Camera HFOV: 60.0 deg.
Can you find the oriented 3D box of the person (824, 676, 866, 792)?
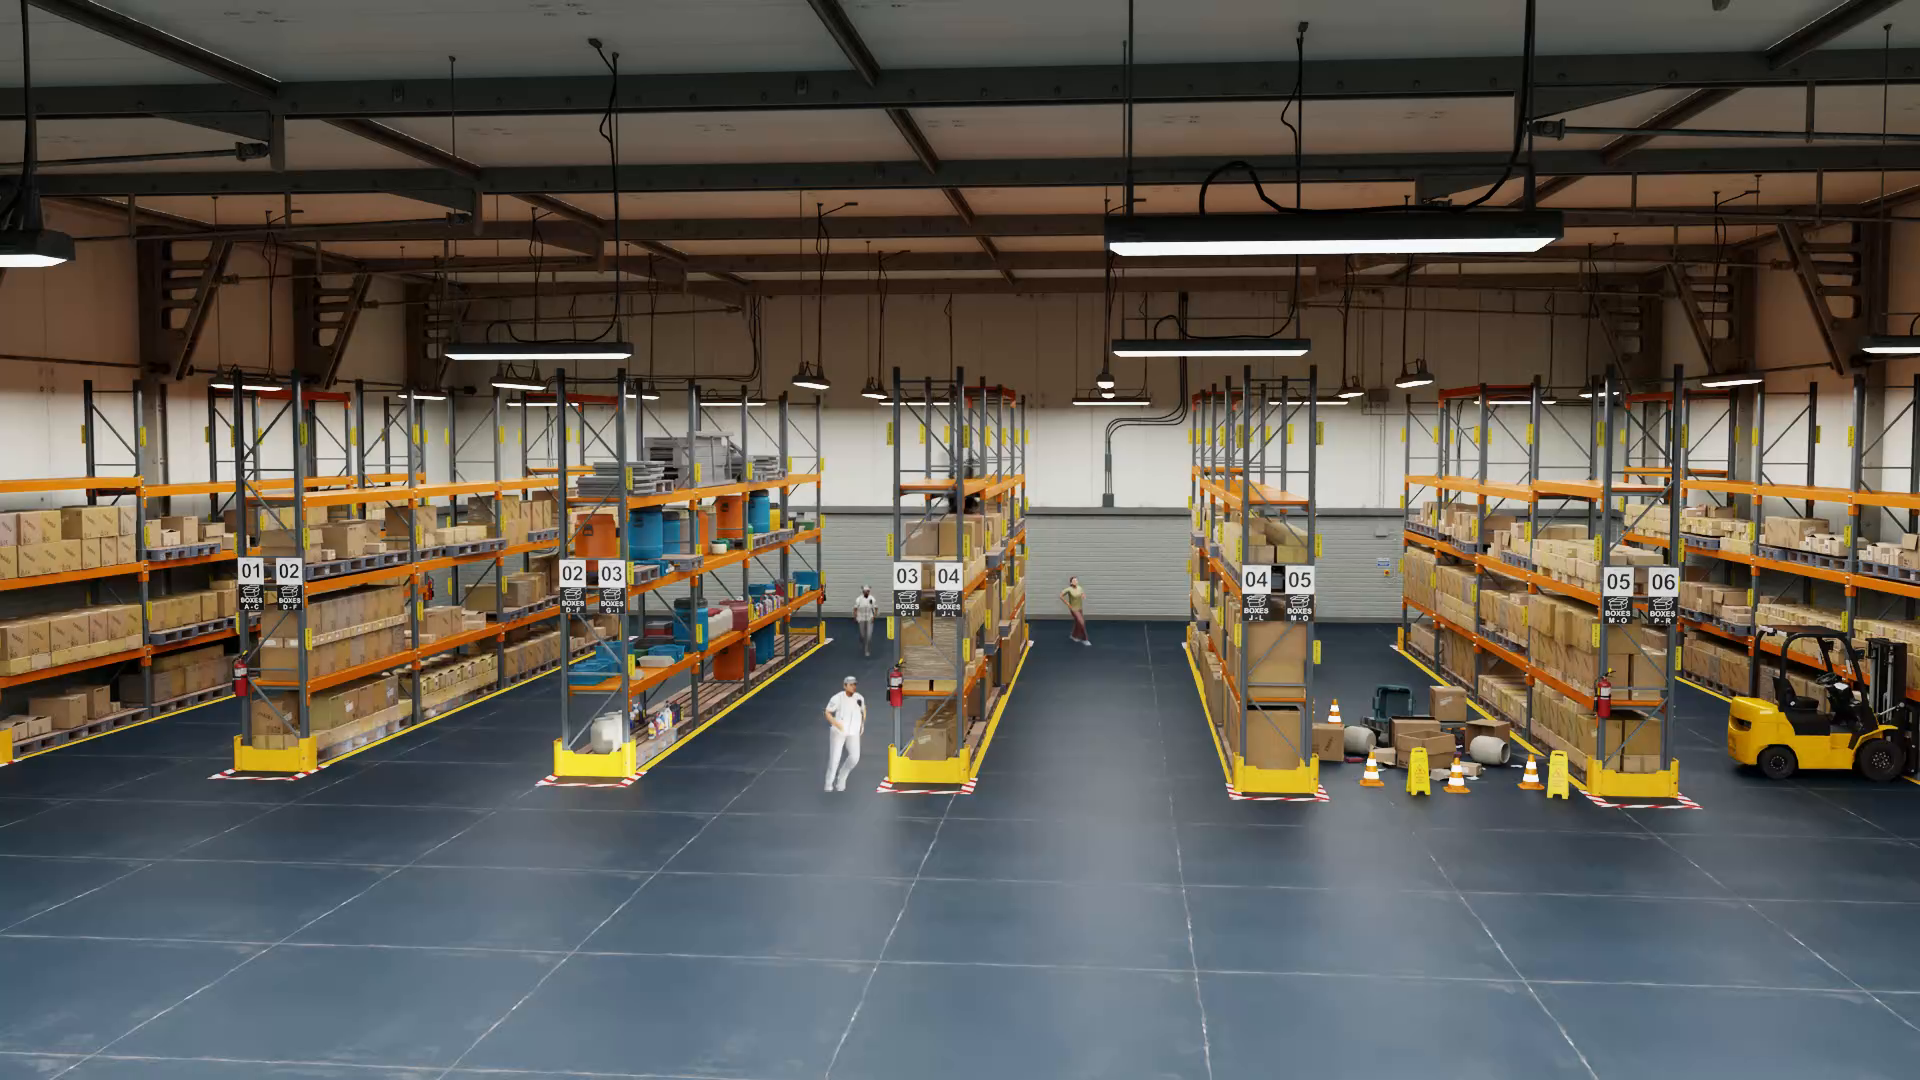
[{"bbox_3d":[-1.592,2.729,23.473,0.647,1.622,0.604,-1,4,-19],"label":"person"}]

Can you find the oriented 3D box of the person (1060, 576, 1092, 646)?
[{"bbox_3d":[2.755,1.700,39.938,0.594,1.675,0.783,-3,4,-38],"label":"person"}]

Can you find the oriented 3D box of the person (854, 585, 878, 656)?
[{"bbox_3d":[-2.152,1.829,38.065,0.563,1.650,0.597,0,4,-4],"label":"person"}]
